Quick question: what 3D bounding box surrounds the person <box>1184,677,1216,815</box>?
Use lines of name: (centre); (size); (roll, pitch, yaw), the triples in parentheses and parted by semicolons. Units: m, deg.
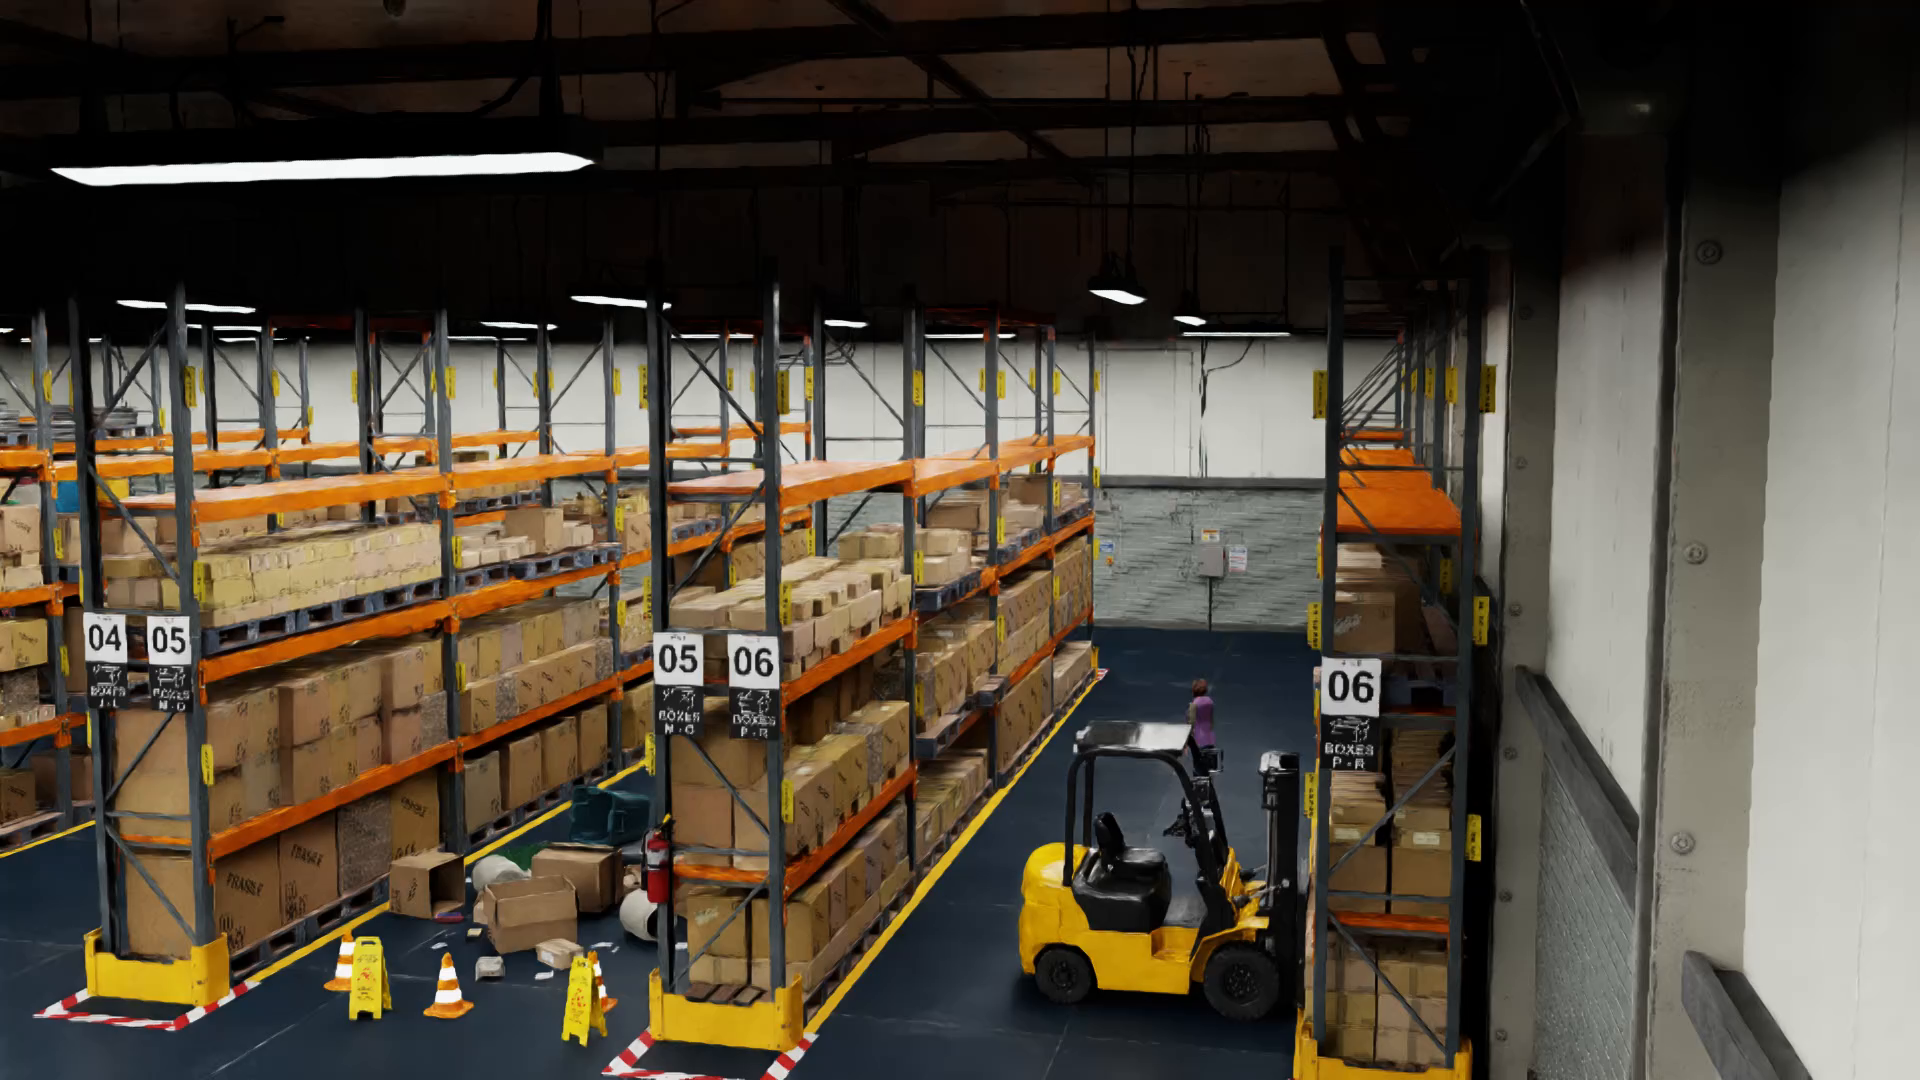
person: (2.795, 2.393, 19.467); (0.536, 1.590, 0.535); (5, 7, 39)
